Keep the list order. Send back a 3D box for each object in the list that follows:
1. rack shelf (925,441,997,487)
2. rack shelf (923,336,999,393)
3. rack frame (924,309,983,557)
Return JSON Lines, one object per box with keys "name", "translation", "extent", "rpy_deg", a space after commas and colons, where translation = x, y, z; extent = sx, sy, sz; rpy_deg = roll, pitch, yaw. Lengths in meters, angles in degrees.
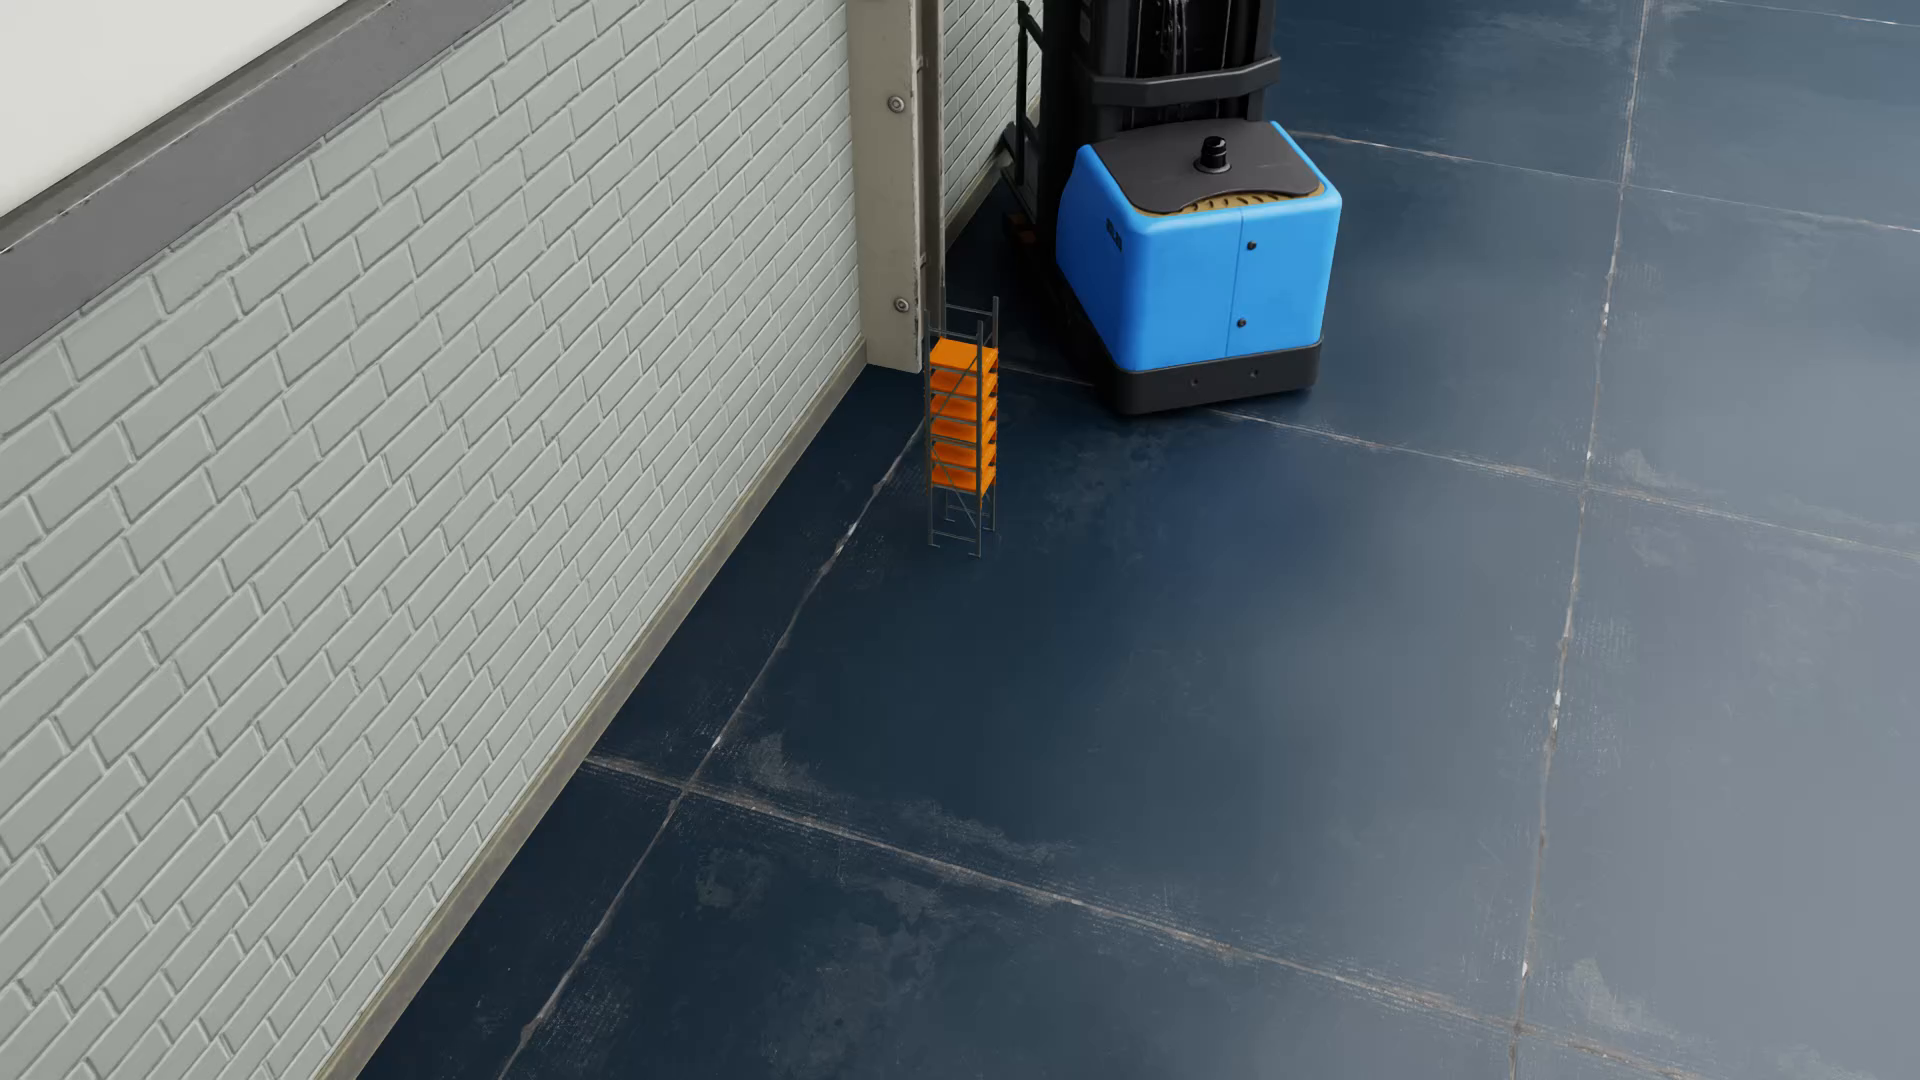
{"name": "rack shelf", "translation": [0.005, -0.340, 6.978], "extent": [0.258, 0.103, 0.180], "rpy_deg": [13, 42, 15]}
{"name": "rack shelf", "translation": [0.005, -0.705, 6.666], "extent": [0.258, 0.103, 0.180], "rpy_deg": [13, 42, 15]}
{"name": "rack frame", "translation": [-0.026, -0.409, 6.806], "extent": [0.240, 1.200, 0.006], "rpy_deg": [13, 42, 15]}
